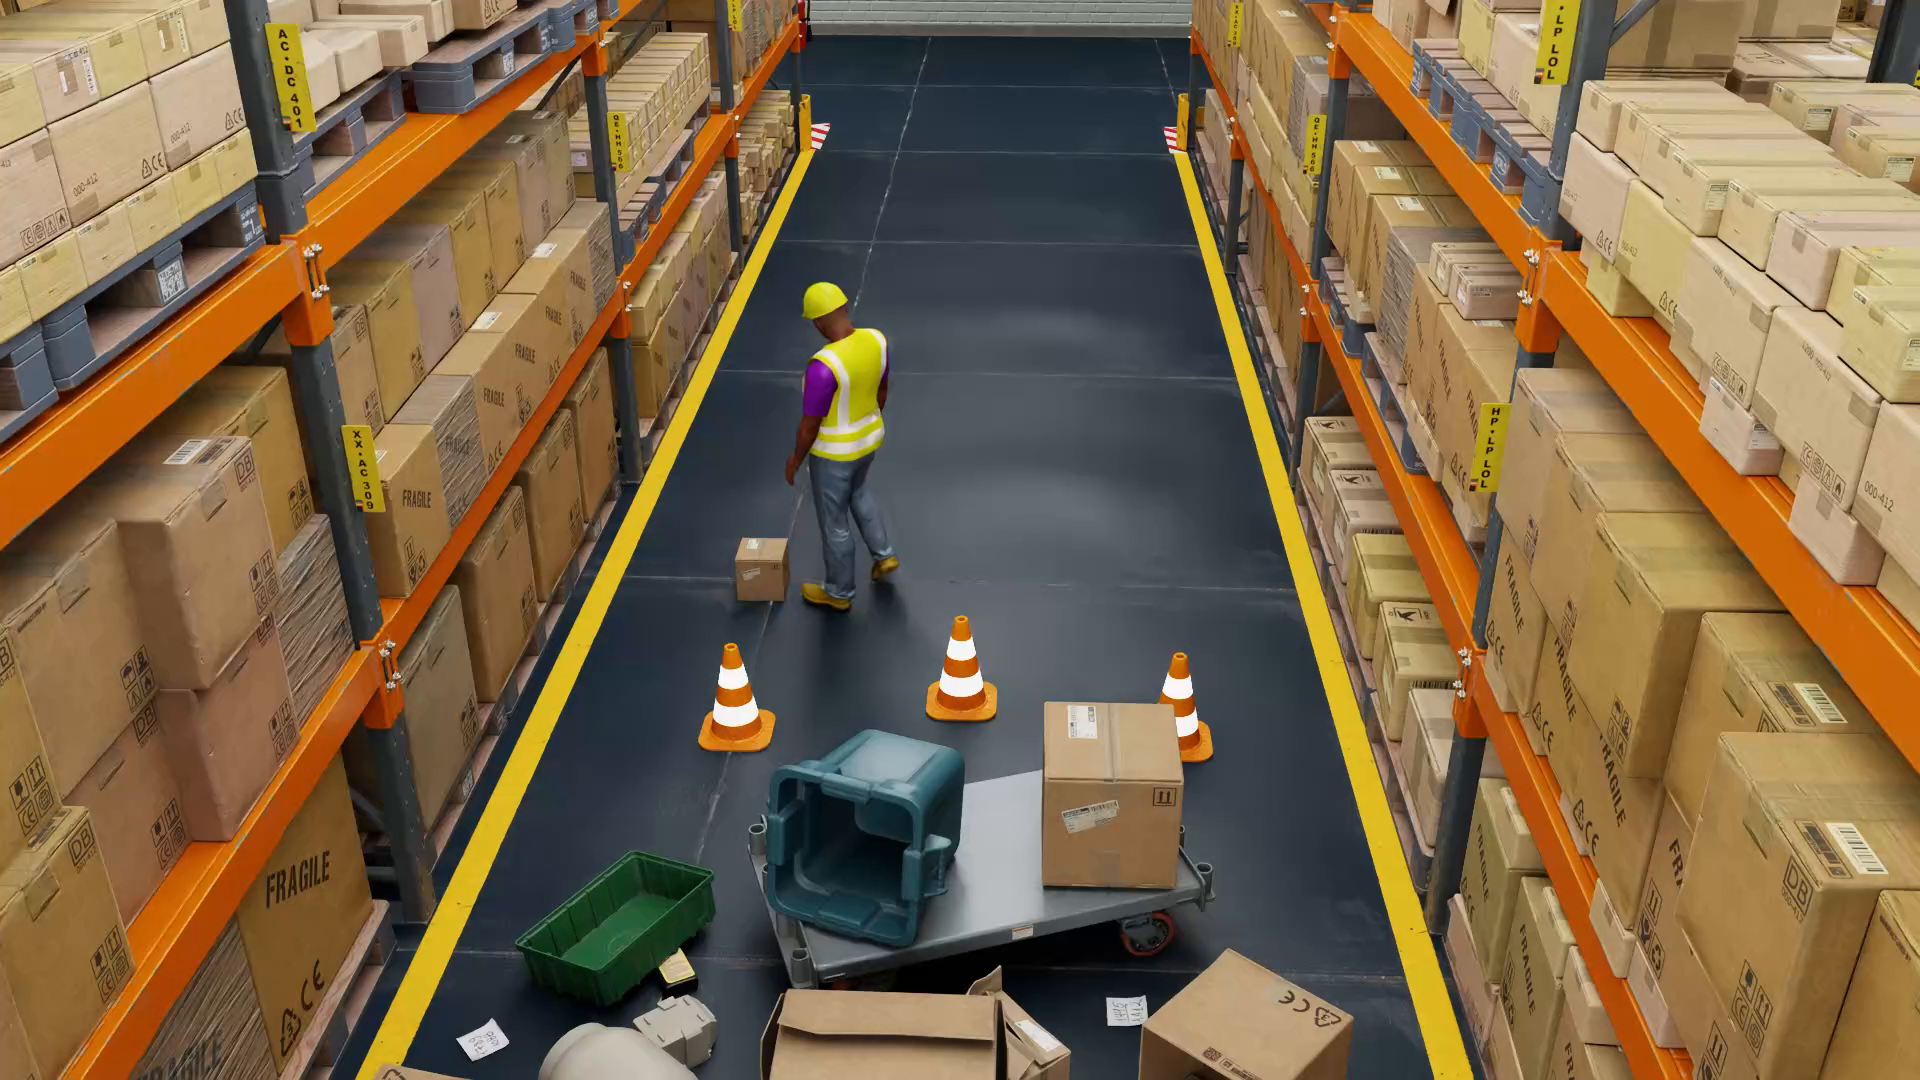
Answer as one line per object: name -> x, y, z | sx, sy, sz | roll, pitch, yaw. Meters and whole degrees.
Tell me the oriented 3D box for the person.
person -> -0.606, -0.476, 8.484 | 0.415, 1.784, 0.633 | 18, 33, 30
